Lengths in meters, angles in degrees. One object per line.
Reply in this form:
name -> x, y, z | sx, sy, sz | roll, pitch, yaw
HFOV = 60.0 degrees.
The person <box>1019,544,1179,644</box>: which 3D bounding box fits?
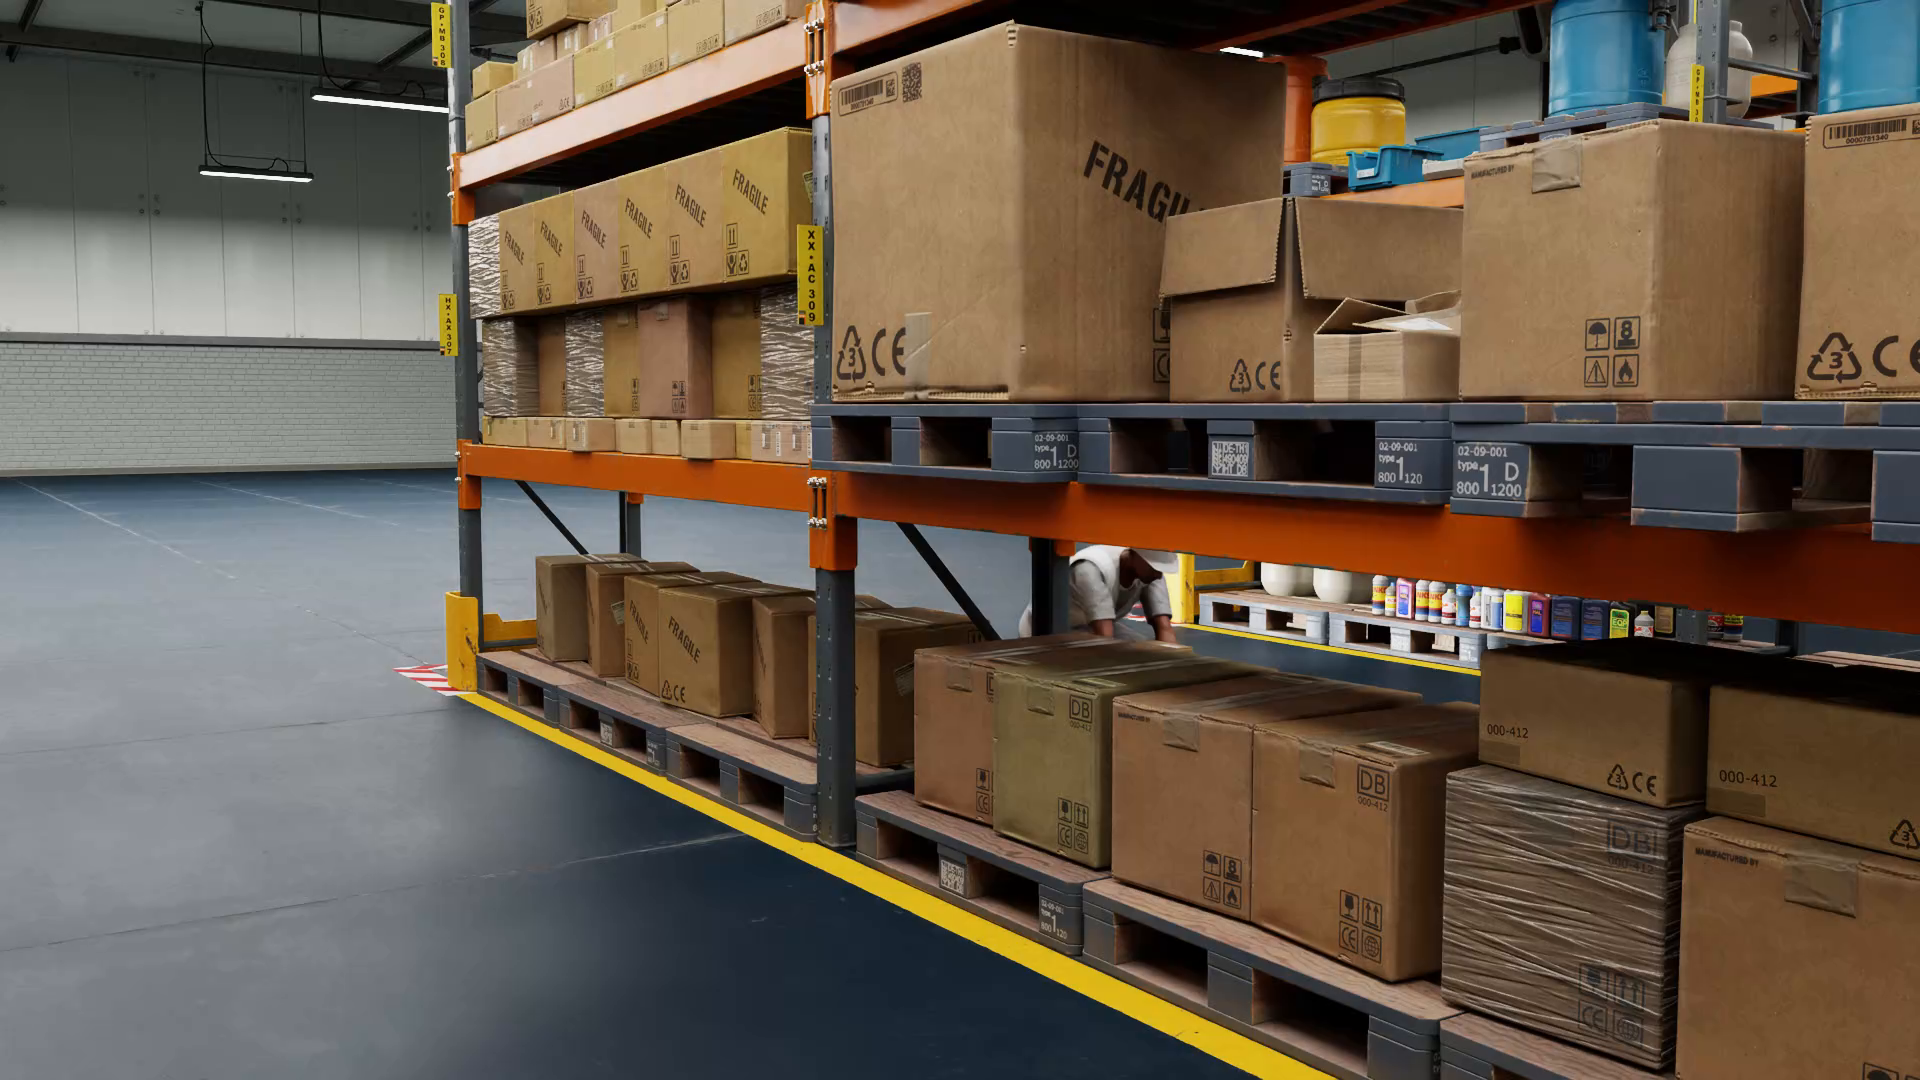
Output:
person -> 0.693, 0.397, 7.626 | 0.534, 1.004, 0.907 | -3, 6, -35
